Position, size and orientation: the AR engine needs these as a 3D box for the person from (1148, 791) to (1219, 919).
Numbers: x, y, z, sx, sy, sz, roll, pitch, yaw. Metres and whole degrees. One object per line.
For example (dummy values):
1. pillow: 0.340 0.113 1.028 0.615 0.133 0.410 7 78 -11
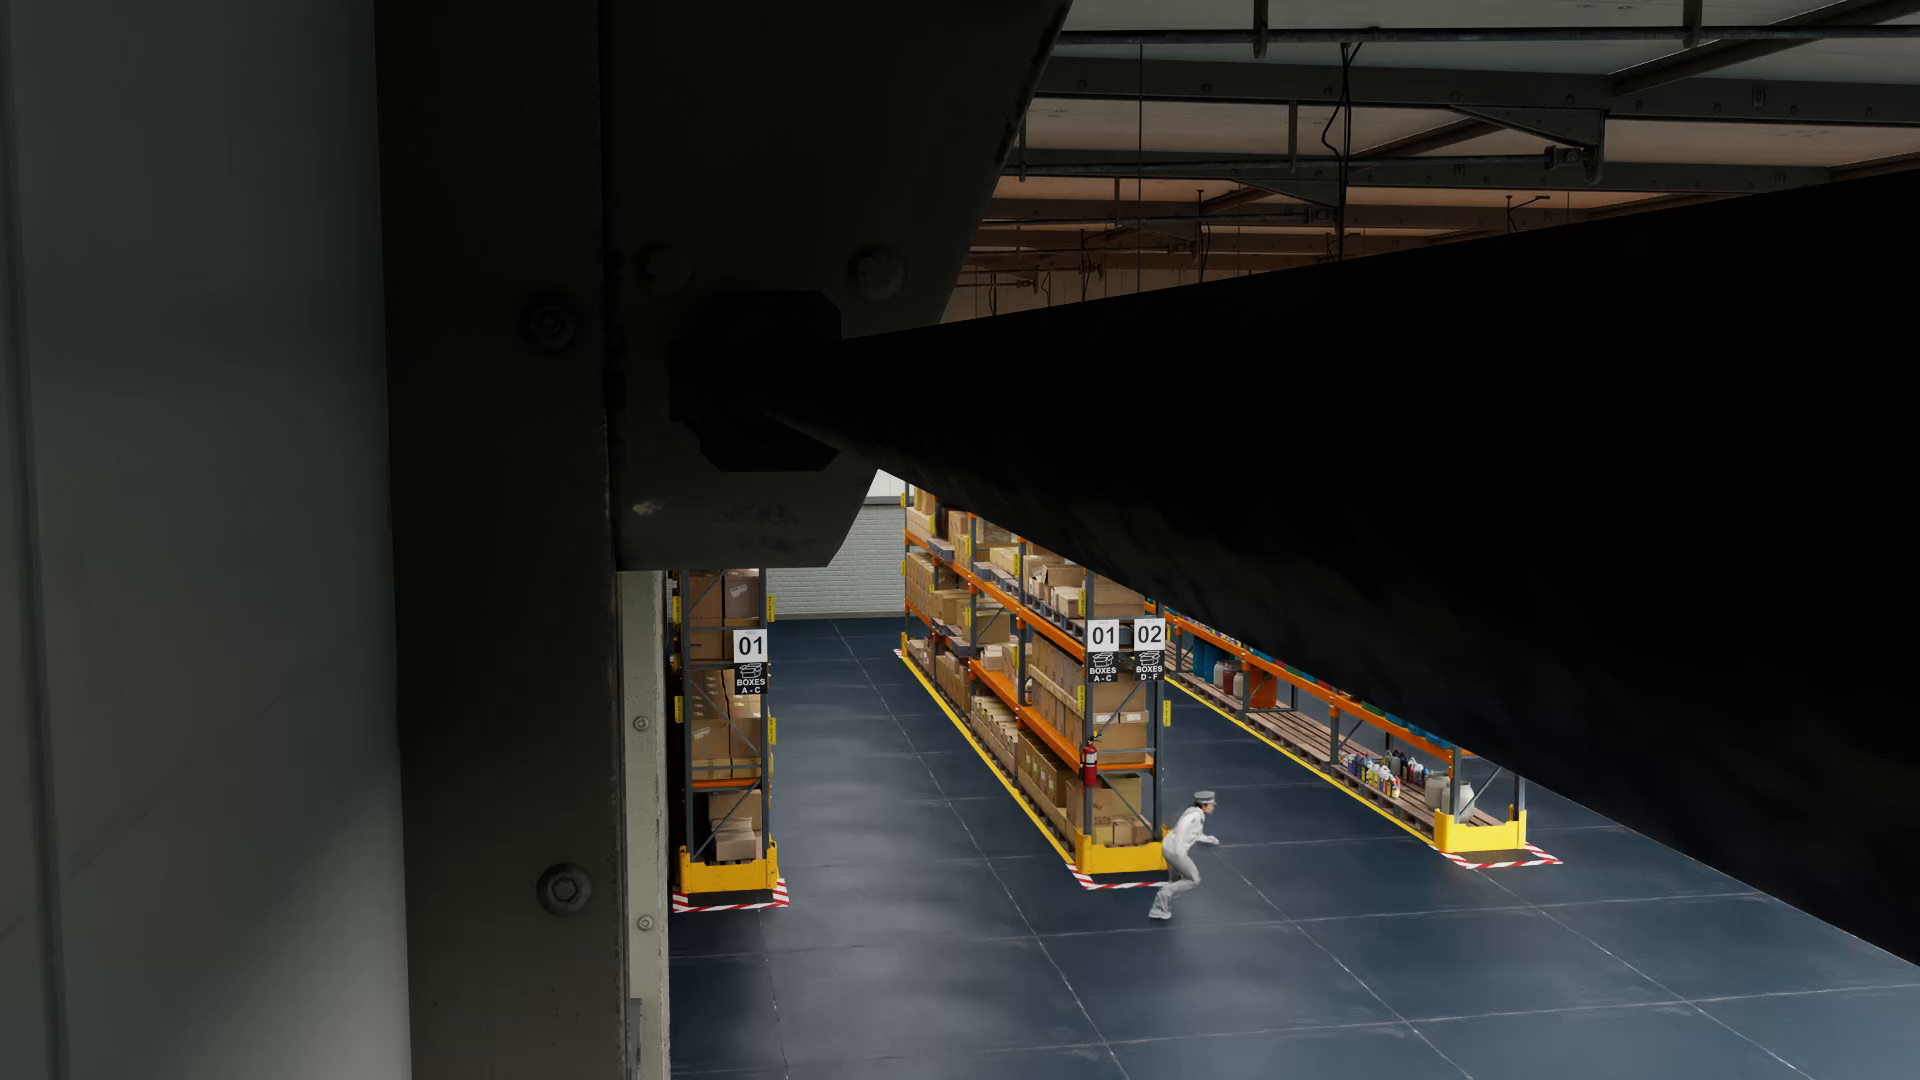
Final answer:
1. person: 2.572 3.623 19.010 0.800 1.494 0.645 0 6 -1
